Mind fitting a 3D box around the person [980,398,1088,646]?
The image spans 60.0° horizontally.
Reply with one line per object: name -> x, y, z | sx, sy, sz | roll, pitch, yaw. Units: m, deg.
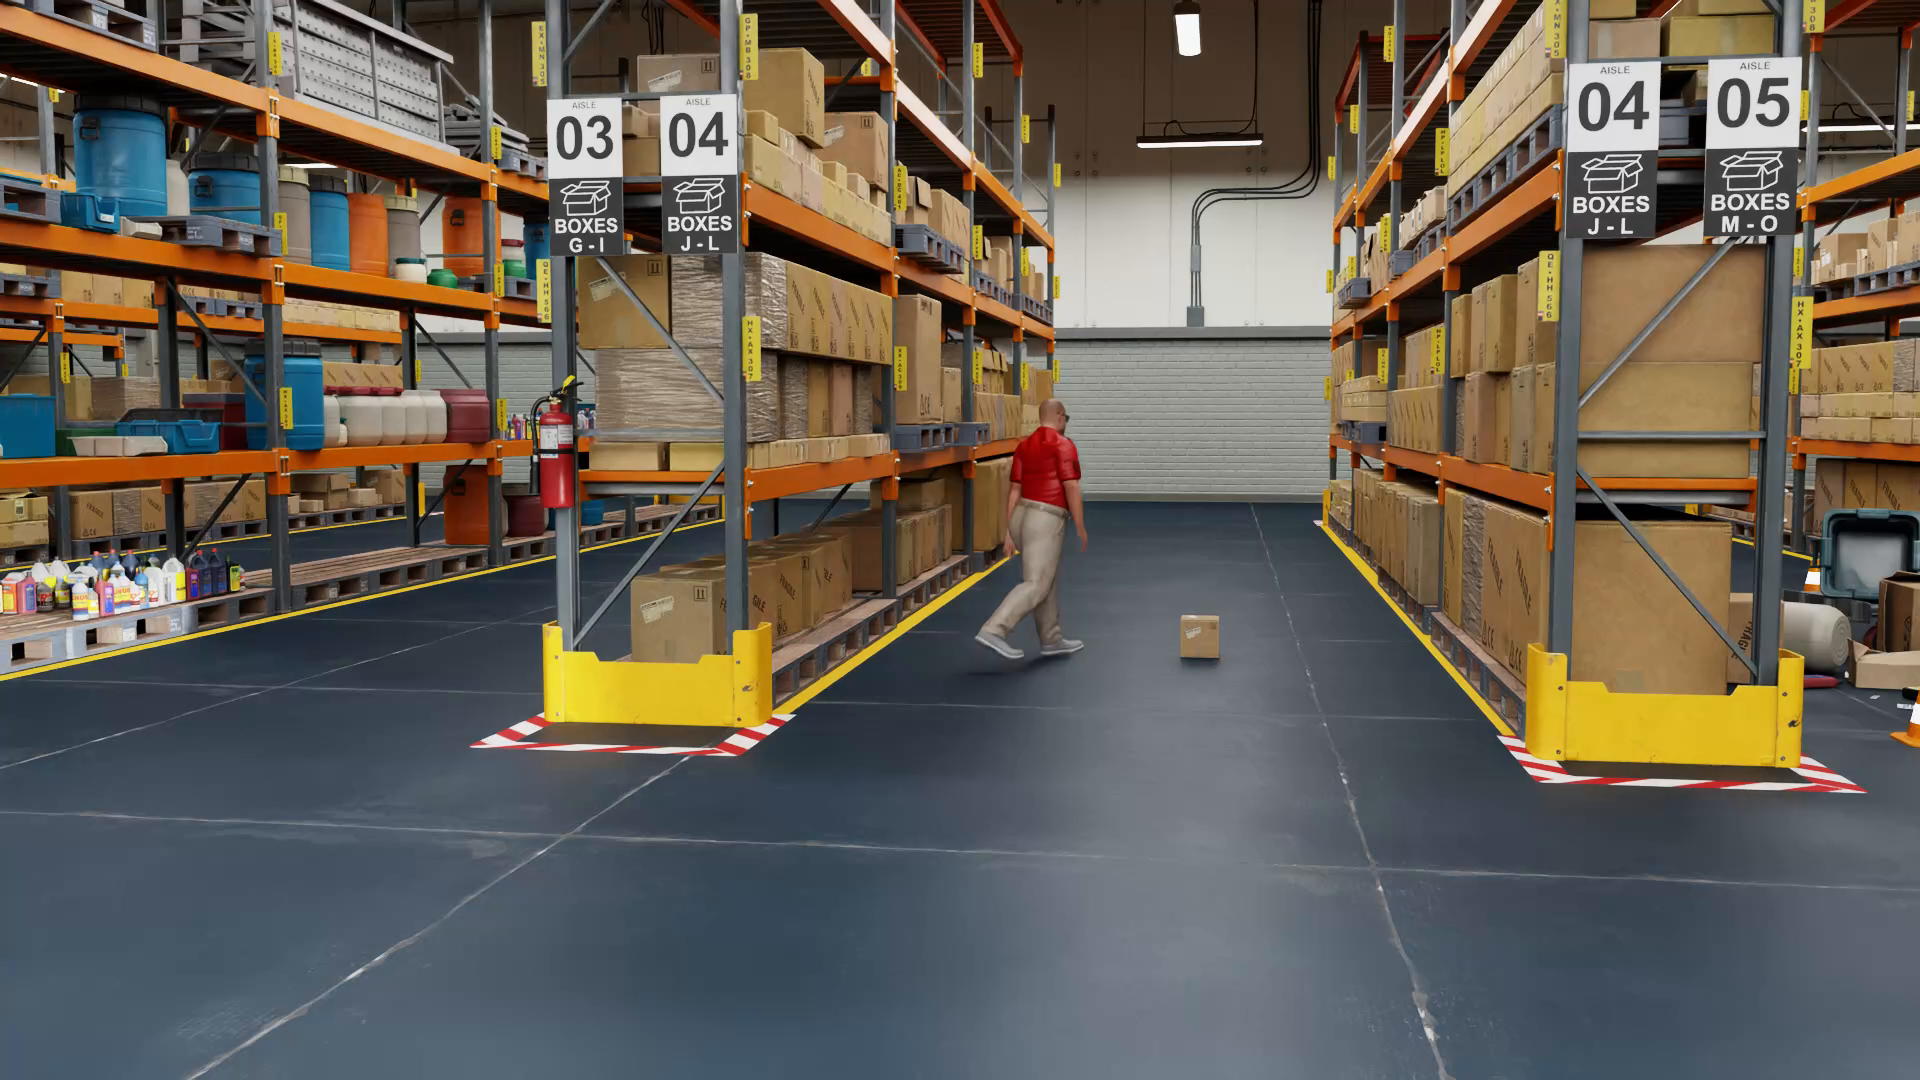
person -> 0.412, -0.095, 10.609 | 0.782, 1.616, 0.534 | -3, 5, -31
